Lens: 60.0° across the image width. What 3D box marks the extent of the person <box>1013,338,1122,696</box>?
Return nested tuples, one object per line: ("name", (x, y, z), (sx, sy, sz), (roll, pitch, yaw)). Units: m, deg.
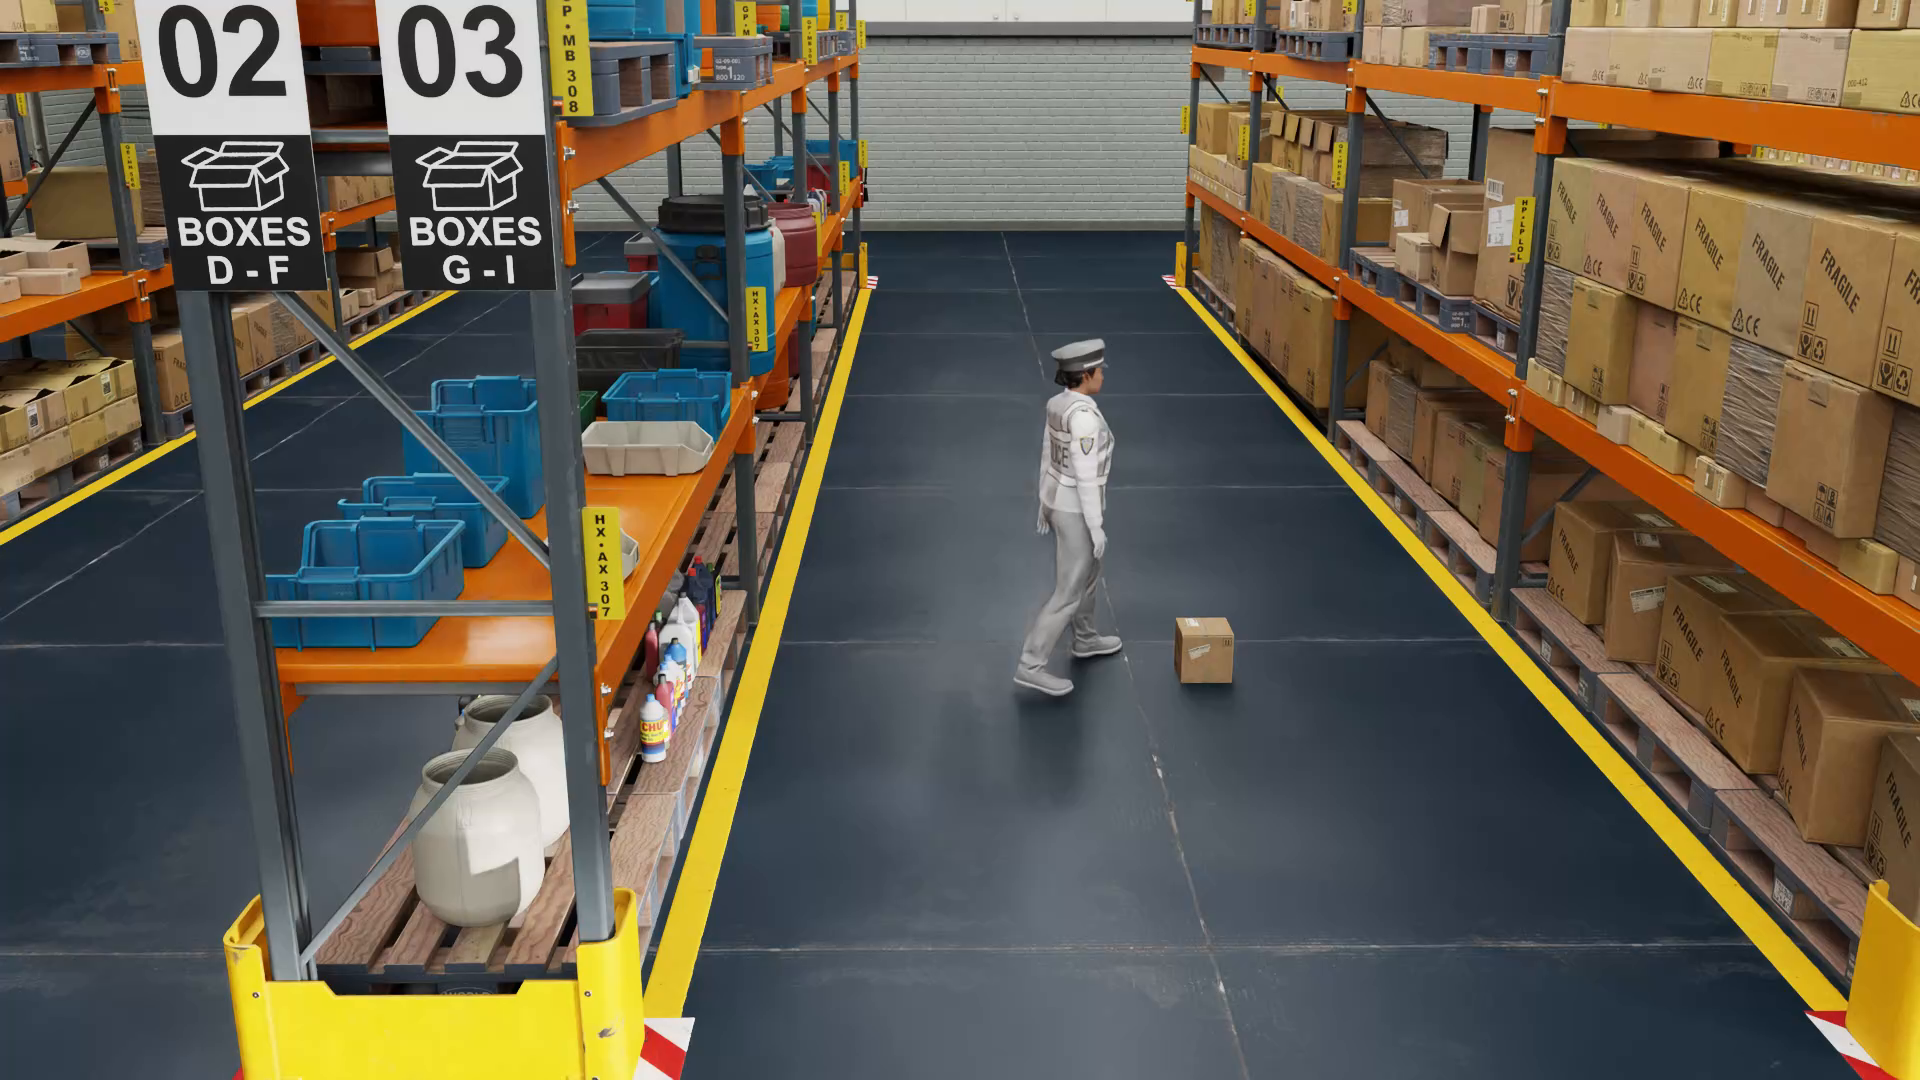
("person", (0.550, -0.133, 7.936), (0.715, 1.651, 0.635), (-5, 18, -15))
